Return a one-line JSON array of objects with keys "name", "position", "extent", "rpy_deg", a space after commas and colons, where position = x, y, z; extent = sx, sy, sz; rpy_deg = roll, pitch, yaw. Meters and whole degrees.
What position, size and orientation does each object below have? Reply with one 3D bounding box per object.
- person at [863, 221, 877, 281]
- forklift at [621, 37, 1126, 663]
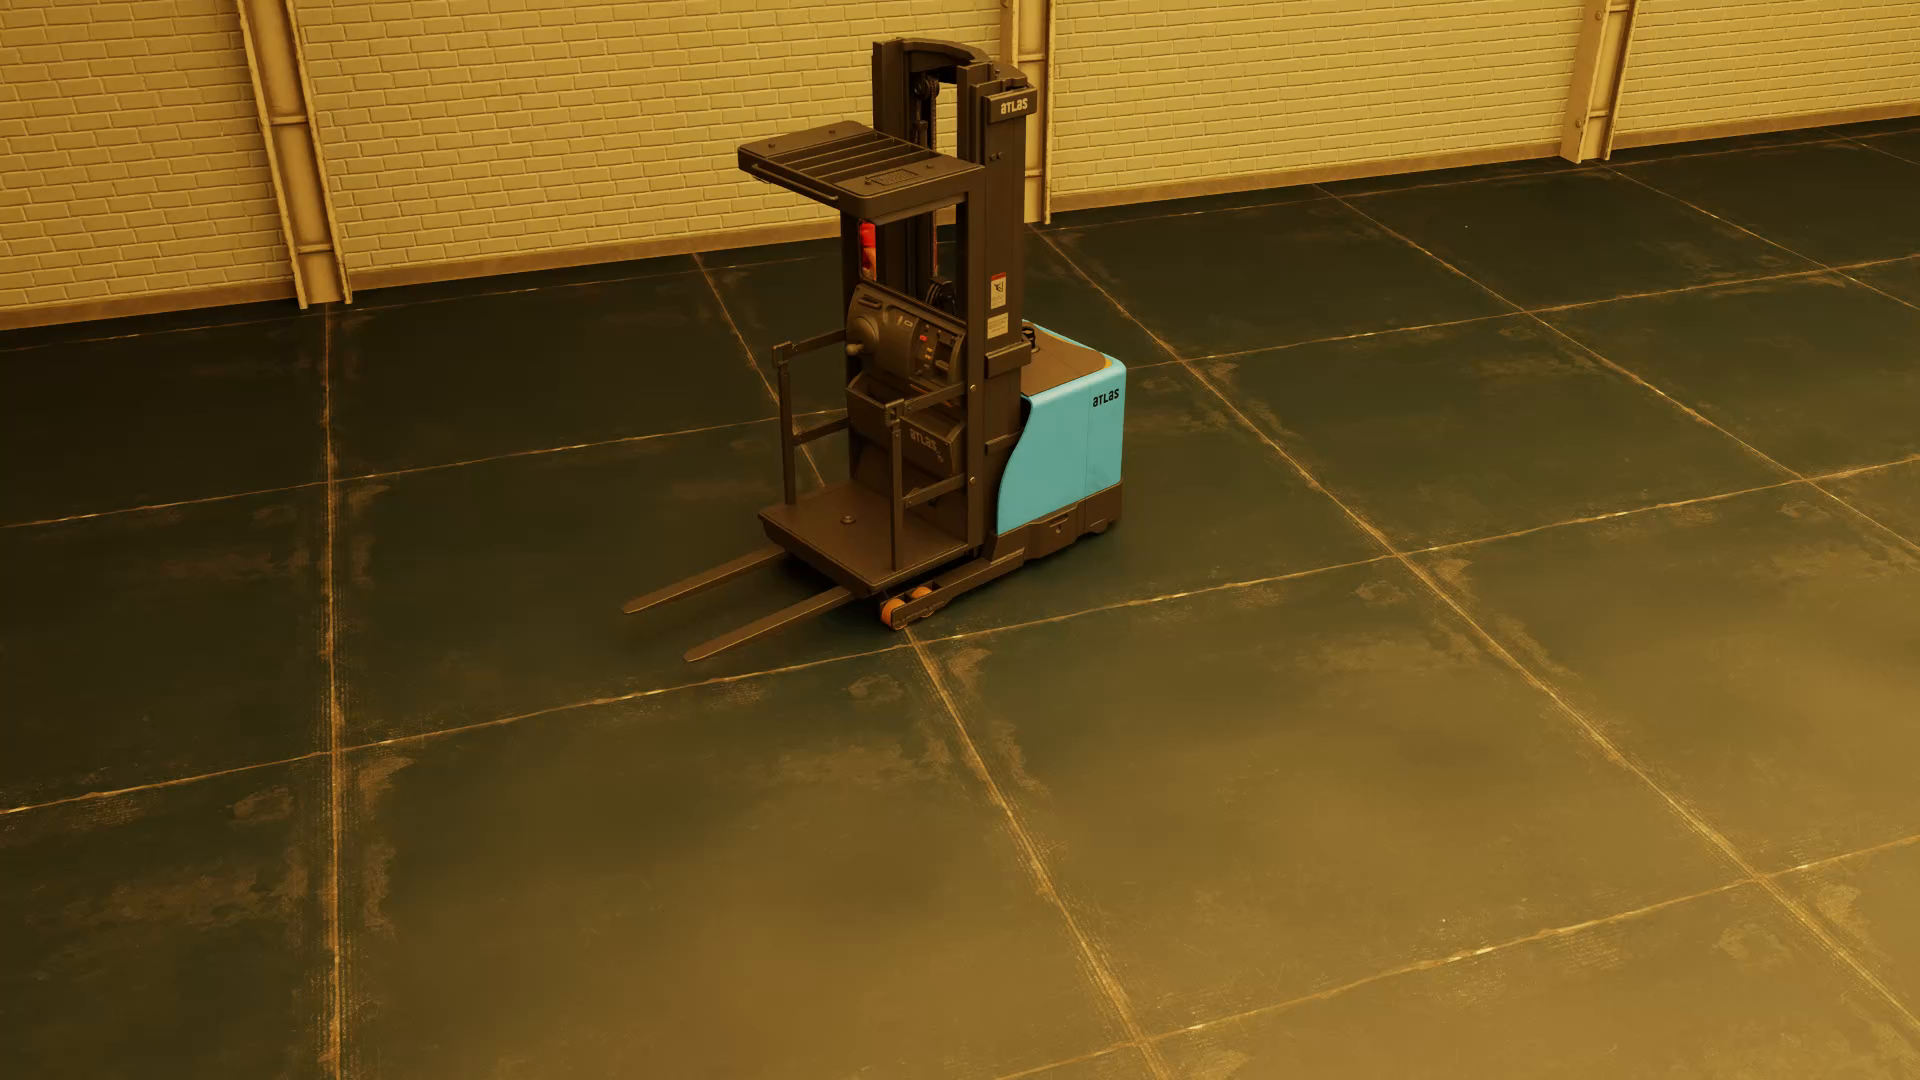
[{"name": "person", "position": [-0.431, -1.764, 11.344], "extent": [0.550, 1.727, 0.642], "rpy_deg": [-6, 30, -10]}, {"name": "forklift", "position": [-0.461, -1.072, 8.951], "extent": [3.031, 2.935, 1.130], "rpy_deg": [-23, 37, -34]}]
